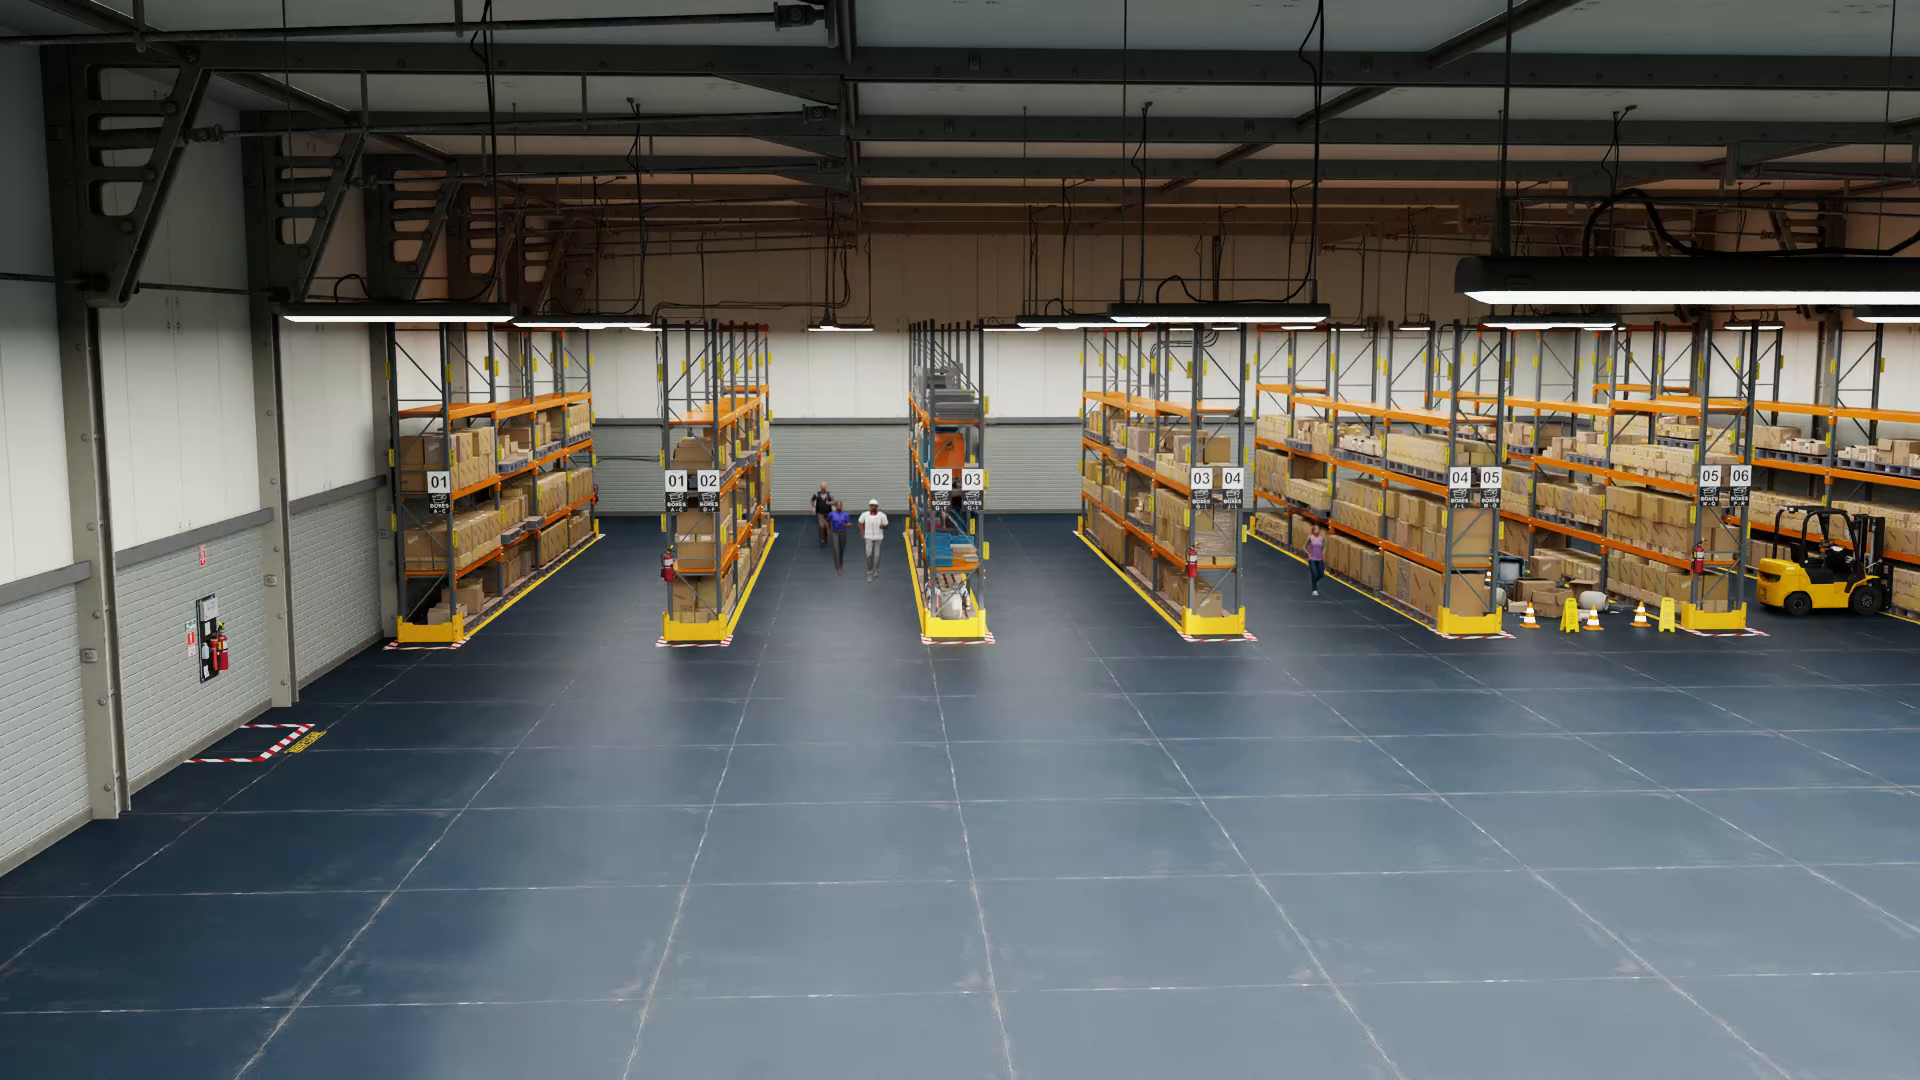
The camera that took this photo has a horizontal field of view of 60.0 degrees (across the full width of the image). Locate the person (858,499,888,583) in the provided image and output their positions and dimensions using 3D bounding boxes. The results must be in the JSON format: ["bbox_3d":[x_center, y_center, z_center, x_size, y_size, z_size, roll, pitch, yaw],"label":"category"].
[{"bbox_3d":[-1.928,0.025,36.961,0.676,1.857,0.675,0,7,-3],"label":"person"}]

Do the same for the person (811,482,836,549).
[{"bbox_3d":[-3.671,-0.686,44.799,0.650,1.729,0.940,-2,7,-13],"label":"person"}]

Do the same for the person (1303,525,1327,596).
[{"bbox_3d":[7.813,0.435,36.630,0.535,1.548,0.567,0,7,-2],"label":"person"}]

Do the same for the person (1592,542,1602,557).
[{"bbox_3d":[15.885,-0.213,41.176,0.662,1.760,0.805,-1,7,-6],"label":"person"}]

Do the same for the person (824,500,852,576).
[{"bbox_3d":[-2.737,-0.046,37.680,0.569,1.677,0.844,-2,7,-18],"label":"person"}]
